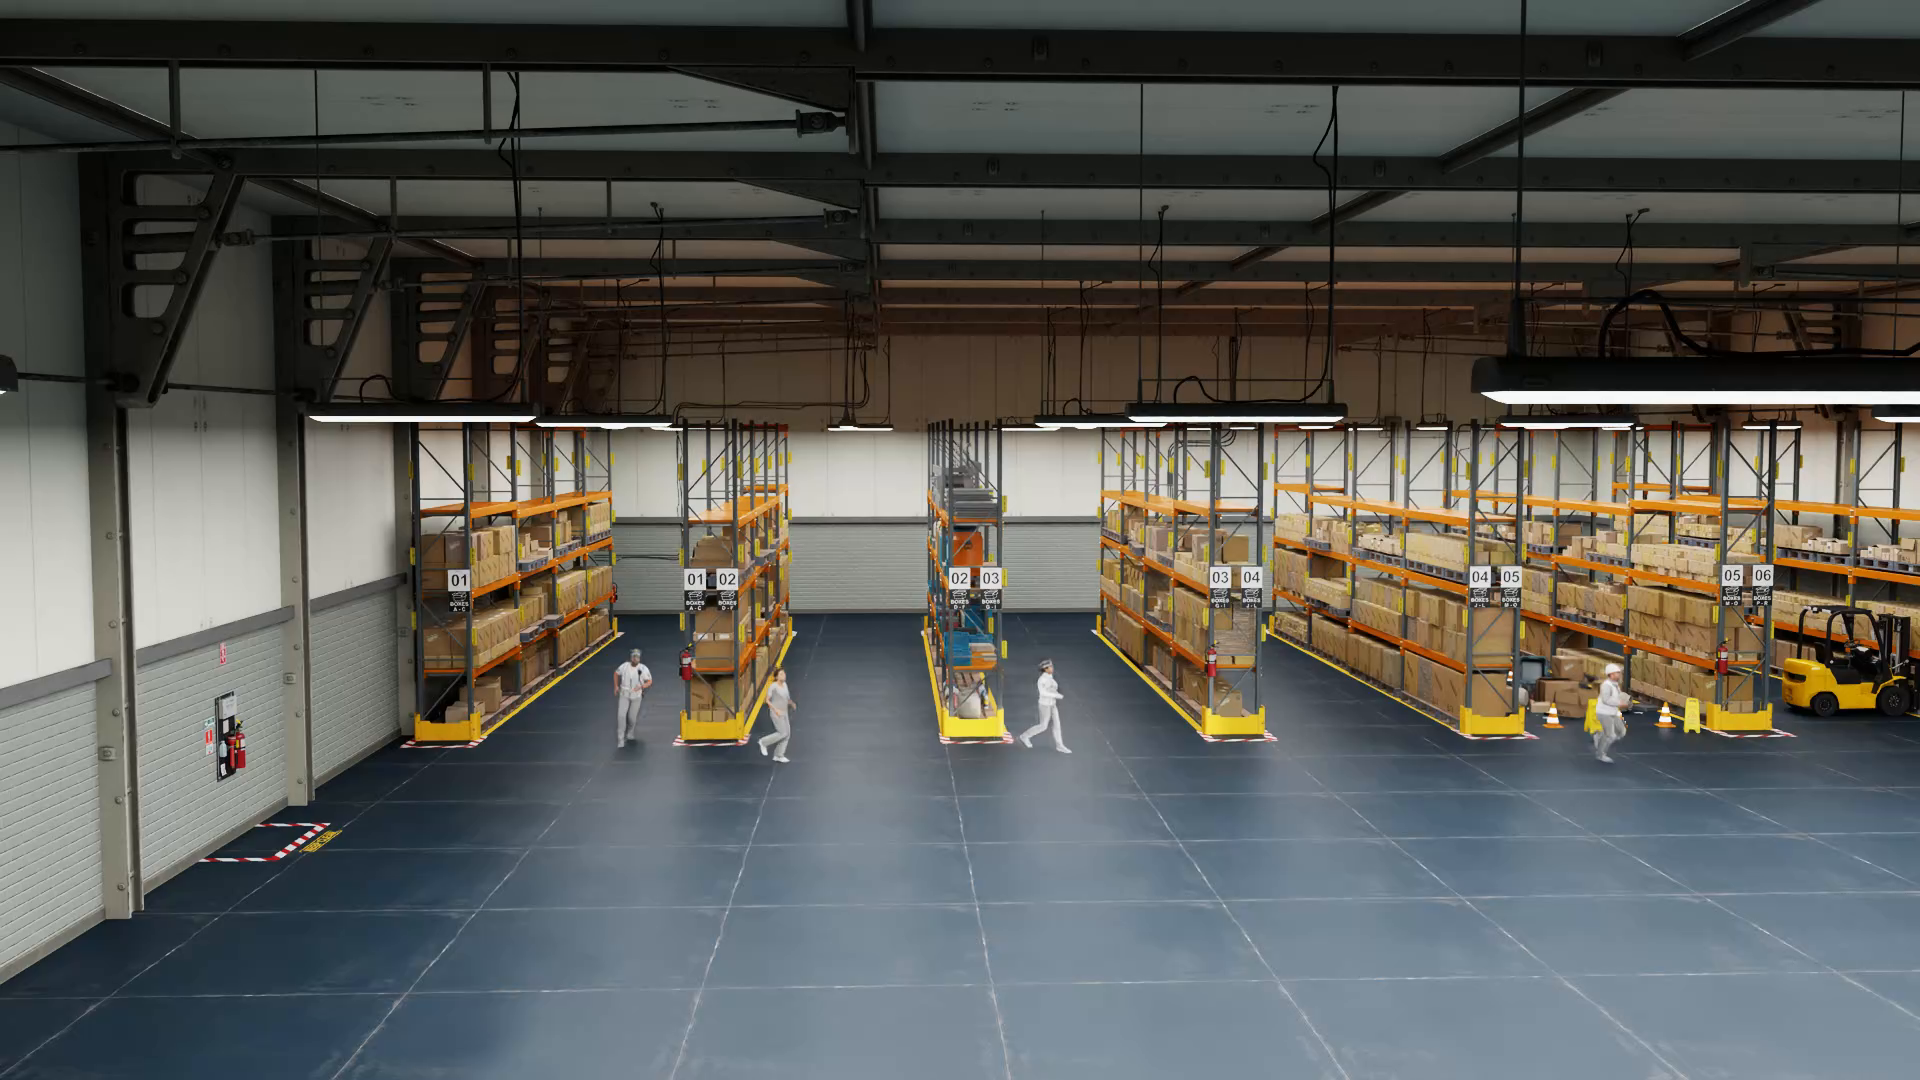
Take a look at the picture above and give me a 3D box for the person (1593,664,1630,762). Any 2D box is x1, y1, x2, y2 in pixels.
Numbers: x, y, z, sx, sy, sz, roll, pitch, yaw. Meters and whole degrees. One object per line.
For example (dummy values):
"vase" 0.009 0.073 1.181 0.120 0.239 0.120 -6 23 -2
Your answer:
"person" 11.357 3.013 28.958 0.643 1.724 0.698 3 5 38

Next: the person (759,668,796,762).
"person" -3.181 3.052 29.103 0.609 1.640 0.561 2 4 29

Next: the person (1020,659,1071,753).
"person" 1.543 2.963 29.731 0.913 1.696 0.621 1 4 19

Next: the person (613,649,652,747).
"person" -6.059 2.914 30.786 0.715 1.824 0.813 0 4 -6
